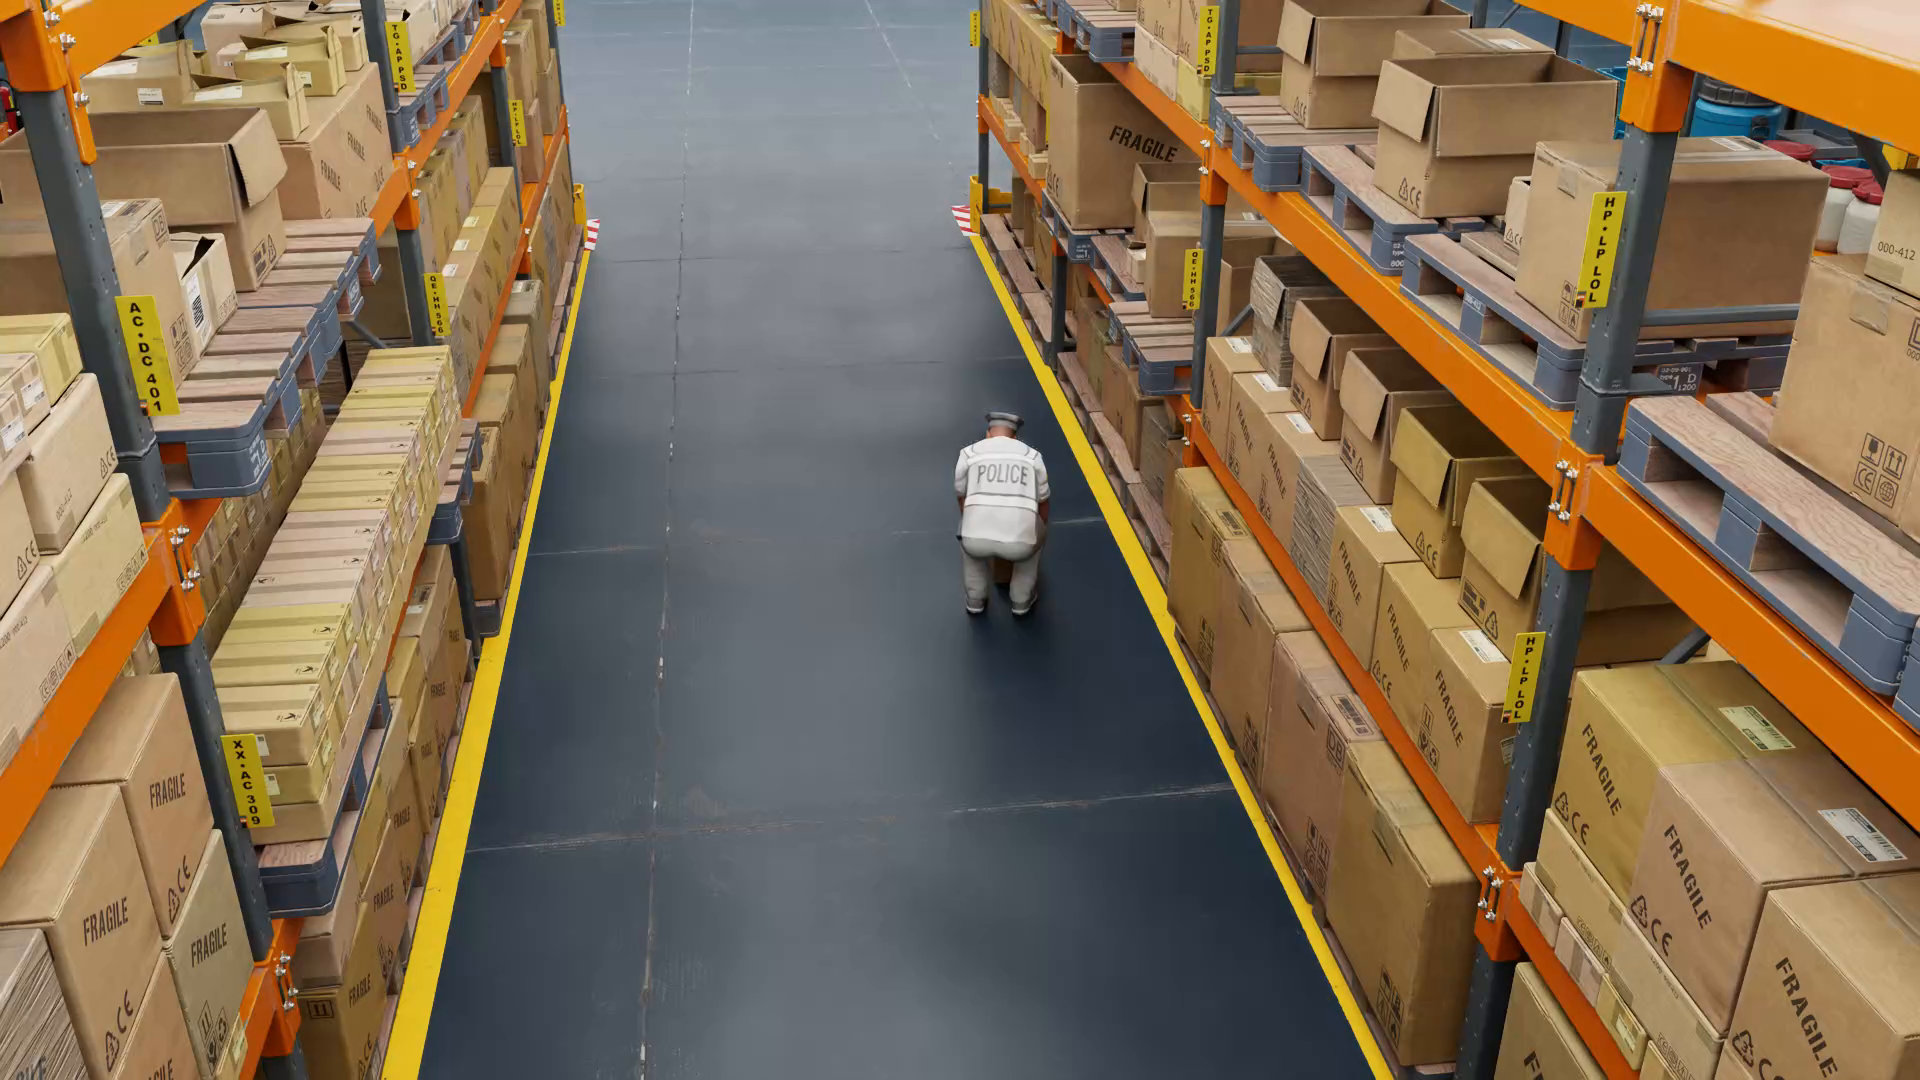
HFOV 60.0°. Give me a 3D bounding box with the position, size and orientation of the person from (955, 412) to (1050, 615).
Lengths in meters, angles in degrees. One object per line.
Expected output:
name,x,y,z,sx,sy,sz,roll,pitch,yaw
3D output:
person,0.226,-0.142,9.665,0.563,1.053,0.938,5,27,9
